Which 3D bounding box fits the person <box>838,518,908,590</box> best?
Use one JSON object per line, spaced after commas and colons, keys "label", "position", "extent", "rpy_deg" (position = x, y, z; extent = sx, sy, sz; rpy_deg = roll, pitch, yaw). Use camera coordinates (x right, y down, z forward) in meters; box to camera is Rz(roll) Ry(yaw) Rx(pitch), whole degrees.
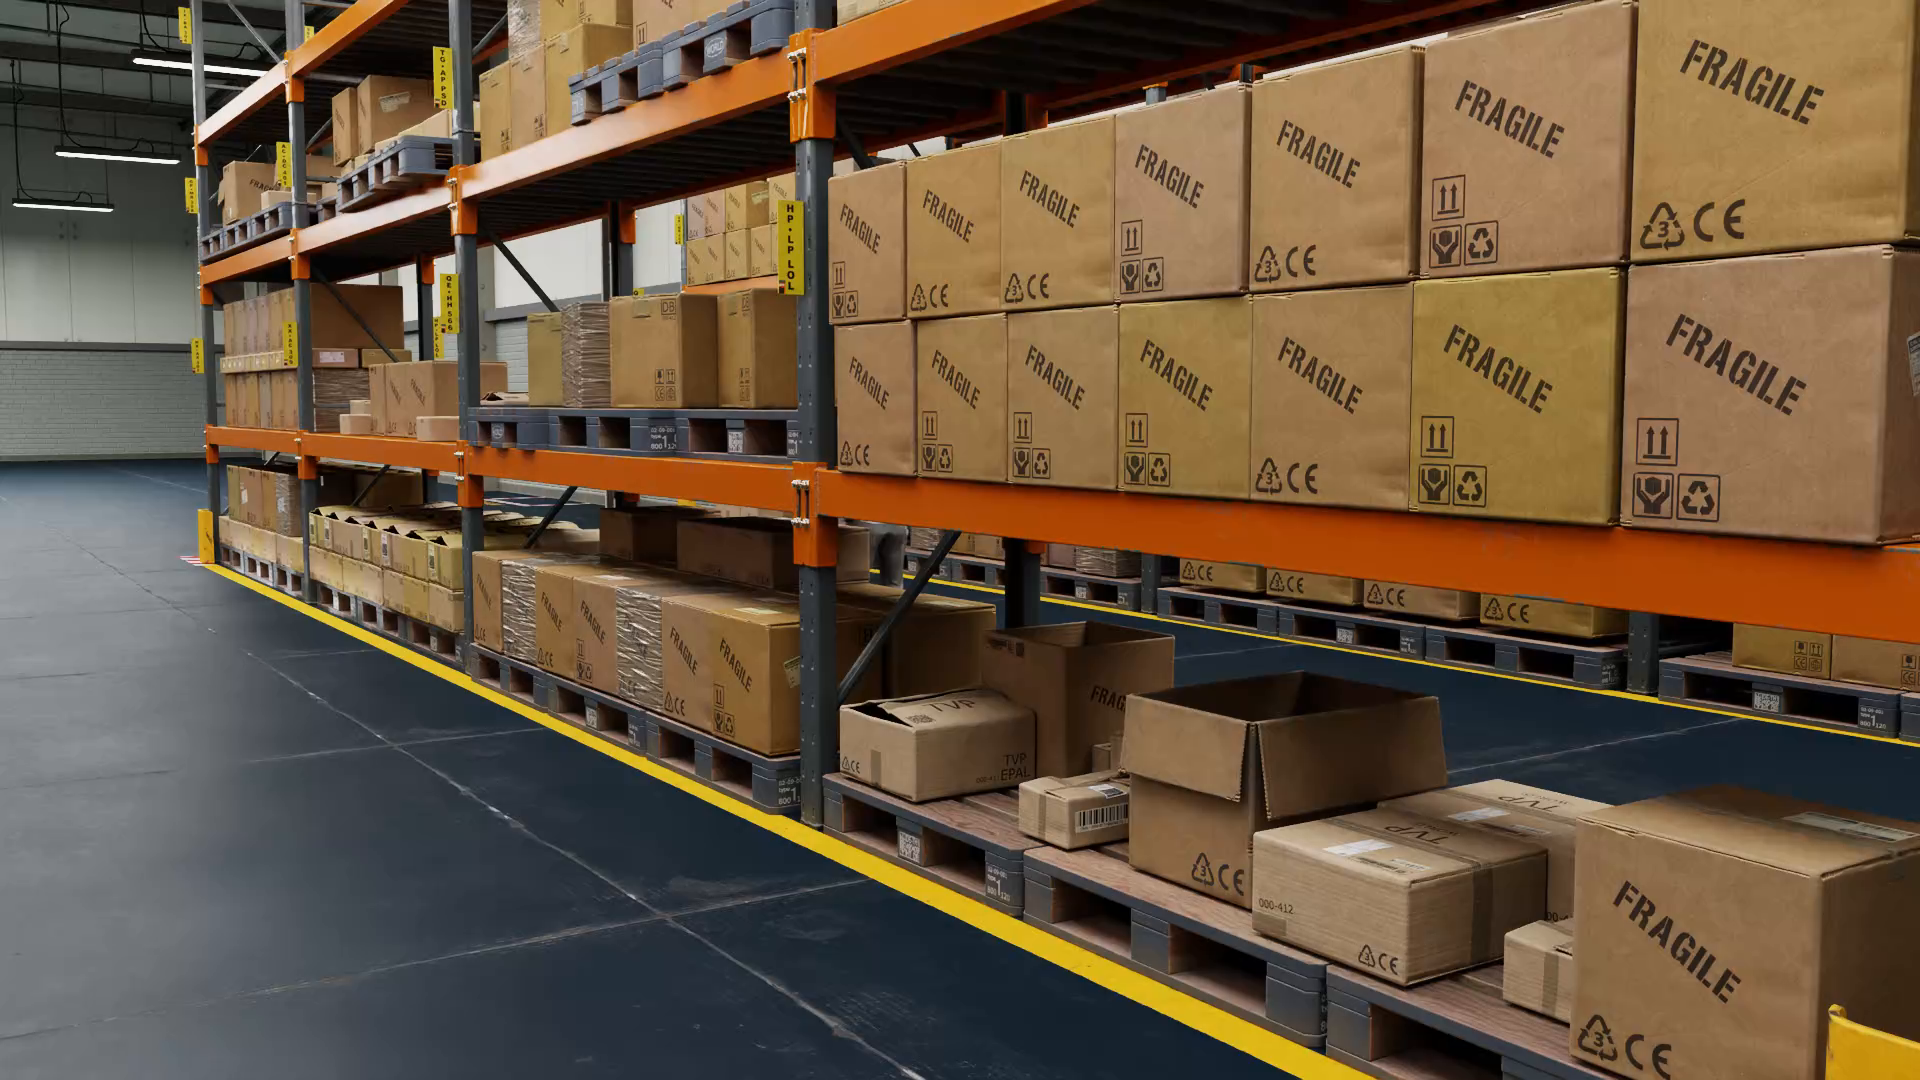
{"label": "person", "position": [-0.493, -0.075, 9.442], "extent": [0.540, 1.666, 0.372], "rpy_deg": [-4, 6, -37]}
